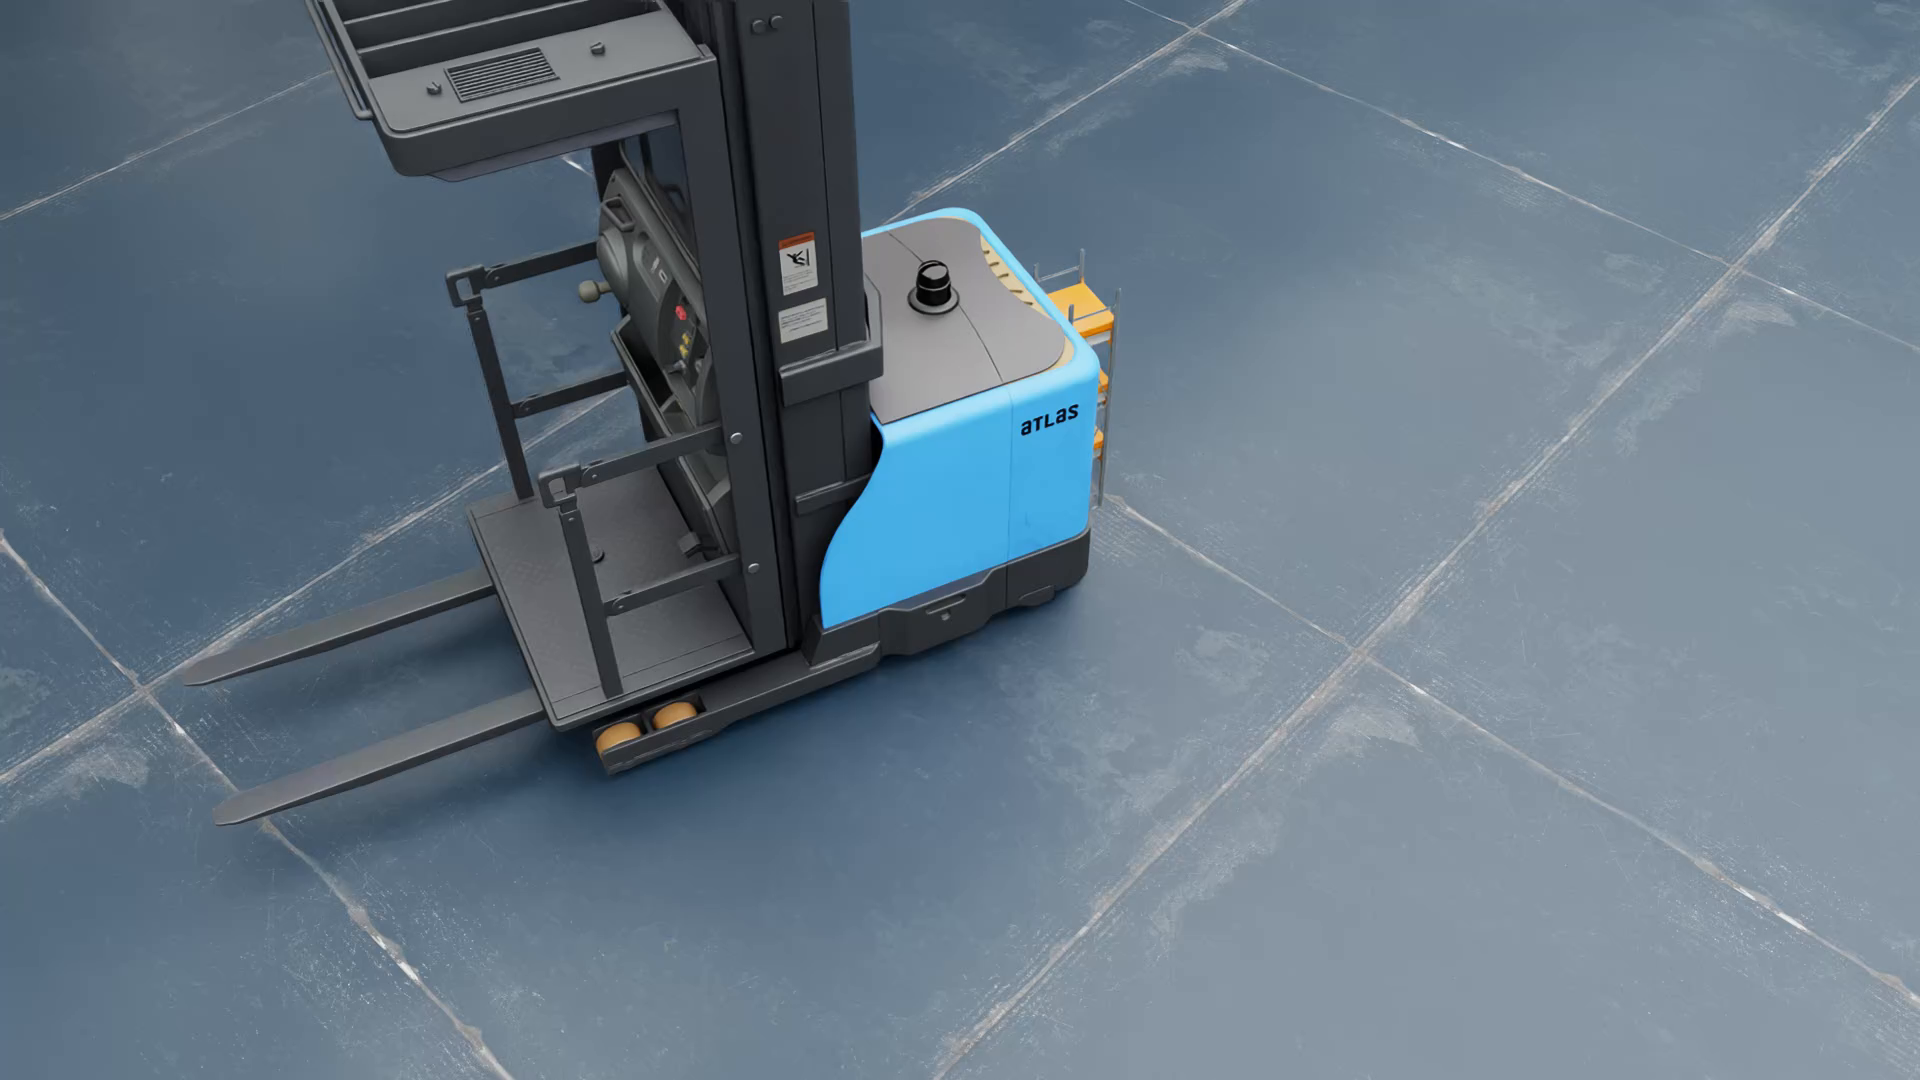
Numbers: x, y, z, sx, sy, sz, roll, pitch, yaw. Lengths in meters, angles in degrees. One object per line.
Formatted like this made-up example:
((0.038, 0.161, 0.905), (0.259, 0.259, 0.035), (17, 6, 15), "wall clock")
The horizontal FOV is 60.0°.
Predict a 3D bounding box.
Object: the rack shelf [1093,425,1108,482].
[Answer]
((0.398, -0.338, 6.243), (0.215, 0.259, 0.240), (-21, 50, -18), "rack shelf")

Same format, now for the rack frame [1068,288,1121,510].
((0.454, -0.456, 5.958), (0.200, 1.050, 0.008), (-21, 50, -18), "rack frame")

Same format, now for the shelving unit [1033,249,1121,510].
((0.398, -0.535, 6.033), (0.215, 1.050, 0.252), (-21, 50, -18), "shelving unit")

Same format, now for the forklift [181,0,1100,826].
((-1.087, -0.680, 4.878), (3.031, 2.935, 1.130), (-20, 50, -18), "forklift")

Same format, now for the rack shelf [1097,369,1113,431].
((0.398, -0.528, 6.040), (0.215, 0.259, 0.240), (-21, 50, -18), "rack shelf")

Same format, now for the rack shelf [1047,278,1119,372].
((0.398, -0.722, 5.833), (0.215, 0.259, 0.240), (-21, 50, -18), "rack shelf")

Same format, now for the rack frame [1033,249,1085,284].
((0.342, -0.615, 6.107), (0.200, 1.050, 0.008), (-21, 50, -18), "rack frame")
